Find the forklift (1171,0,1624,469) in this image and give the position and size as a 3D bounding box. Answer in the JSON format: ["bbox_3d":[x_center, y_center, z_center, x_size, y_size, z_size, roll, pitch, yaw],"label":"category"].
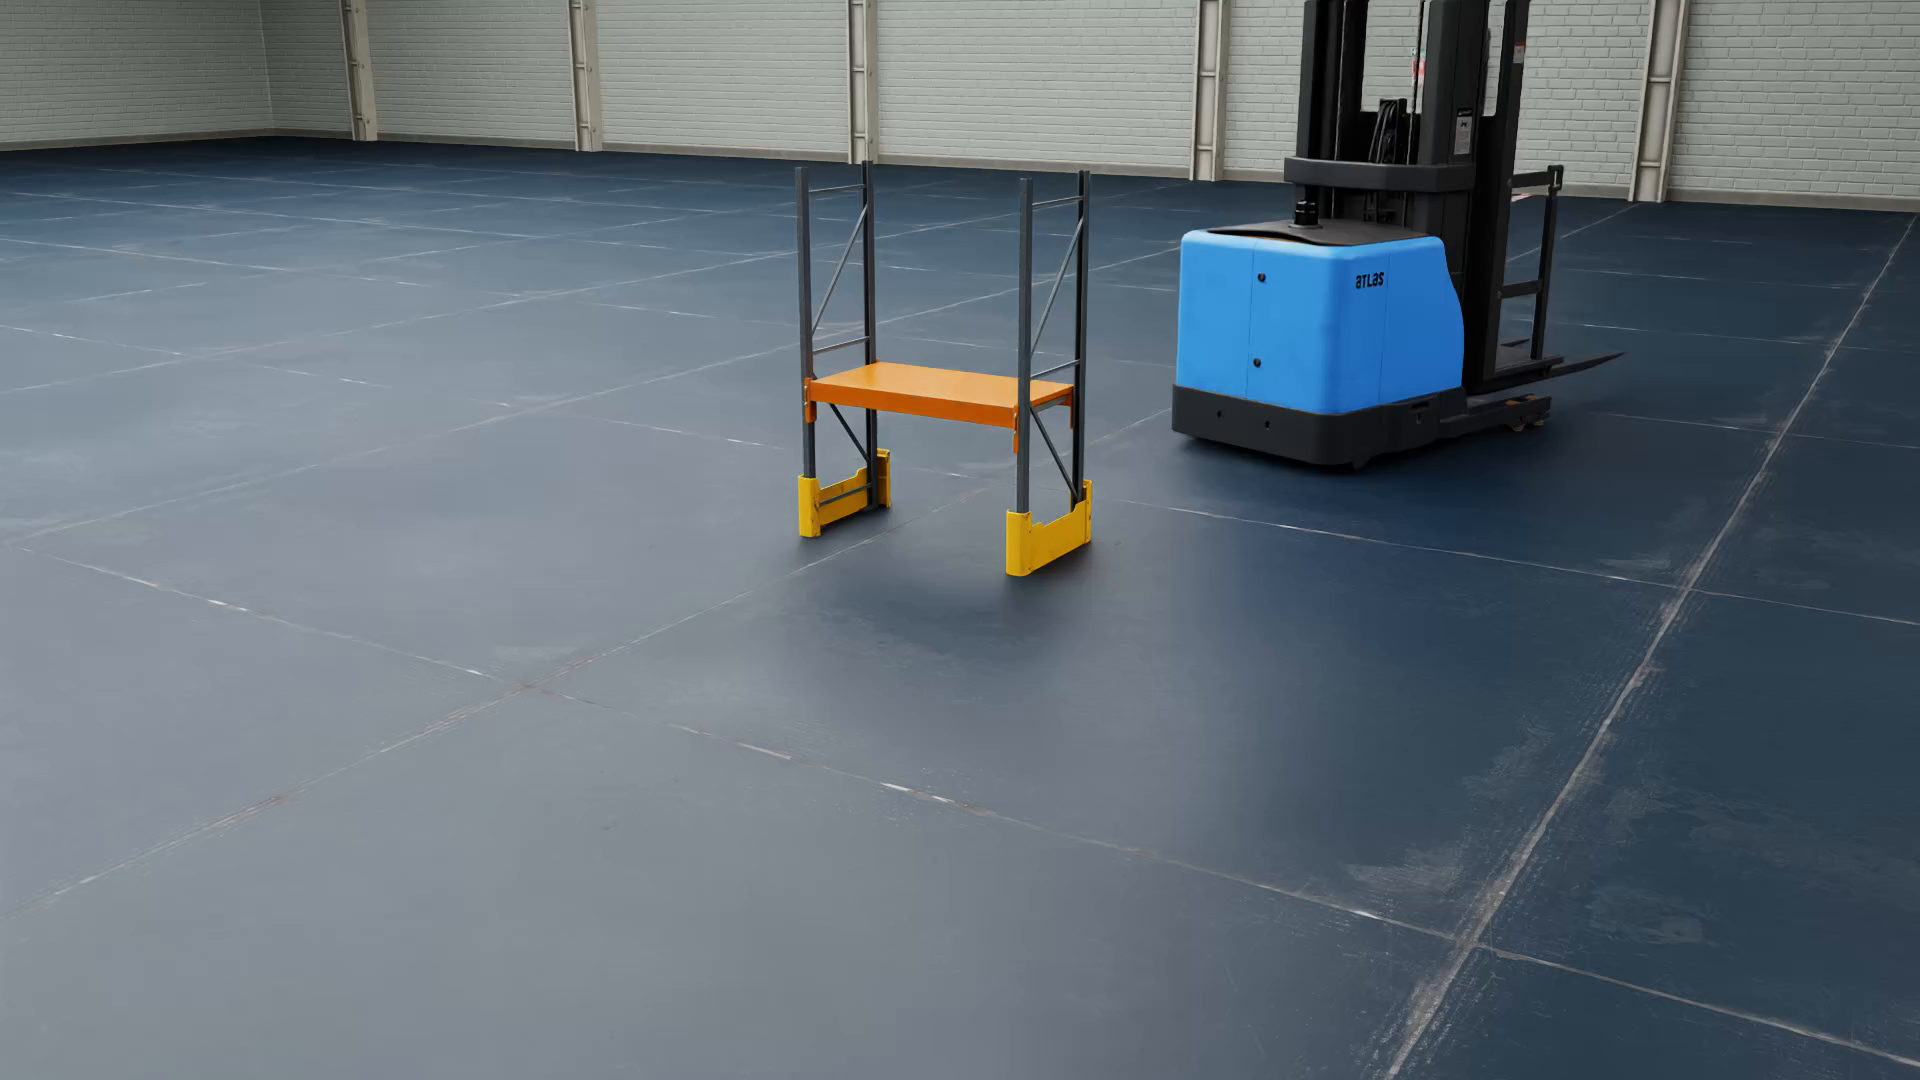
[{"bbox_3d":[2.524,-2.074,8.666,3.031,2.935,1.130,-14,22,-39],"label":"forklift"}]

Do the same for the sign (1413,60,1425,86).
[{"bbox_3d":[6.159,-6.227,22.160,0.234,0.329,0.001,10,20,30],"label":"sign"}]

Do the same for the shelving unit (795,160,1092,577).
[{"bbox_3d":[-0.065,-0.729,6.701,1.083,1.500,0.587,10,20,30],"label":"shelving unit"}]

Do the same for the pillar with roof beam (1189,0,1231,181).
[{"bbox_3d":[1.297,-8.432,19.158,0.400,9.000,9.100,10,20,30],"label":"pillar with roof beam"}]

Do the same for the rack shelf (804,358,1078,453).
[{"bbox_3d":[-0.073,-0.558,6.758,1.000,0.185,0.538,10,20,30],"label":"rack shelf"}]

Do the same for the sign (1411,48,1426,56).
[{"bbox_3d":[6.158,-6.478,22.073,0.331,0.109,0.001,10,20,30],"label":"sign"}]

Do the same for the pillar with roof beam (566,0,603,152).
[{"bbox_3d":[-8.929,-10.257,25.167,0.400,9.000,9.100,10,20,30],"label":"pillar with roof beam"}]

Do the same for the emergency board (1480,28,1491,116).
[{"bbox_3d":[6.576,-6.101,21.804,0.643,1.169,0.194,10,20,30],"label":"emergency board"}]

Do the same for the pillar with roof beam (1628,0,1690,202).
[{"bbox_3d":[6.409,-7.520,16.153,0.400,9.000,9.100,10,20,30],"label":"pillar with roof beam"}]

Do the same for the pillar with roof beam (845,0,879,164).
[{"bbox_3d":[-3.816,-9.345,22.162,0.400,9.000,9.100,10,20,30],"label":"pillar with roof beam"}]

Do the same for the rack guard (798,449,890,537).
[{"bbox_3d":[-0.489,-0.207,7.132,0.087,0.250,0.587,10,20,30],"label":"rack guard"}]

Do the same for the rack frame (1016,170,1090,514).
[{"bbox_3d":[0.360,-0.653,6.451,0.032,1.500,0.500,10,20,30],"label":"rack frame"}]

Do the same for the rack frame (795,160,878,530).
[{"bbox_3d":[-0.506,-0.808,6.961,0.032,1.500,0.500,10,20,30],"label":"rack frame"}]

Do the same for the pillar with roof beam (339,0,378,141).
[{"bbox_3d":[-14.042,-11.170,28.171,0.400,9.000,9.100,10,20,30],"label":"pillar with roof beam"}]

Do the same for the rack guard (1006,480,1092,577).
[{"bbox_3d":[0.359,-0.055,6.634,0.087,0.250,0.587,10,20,30],"label":"rack guard"}]
